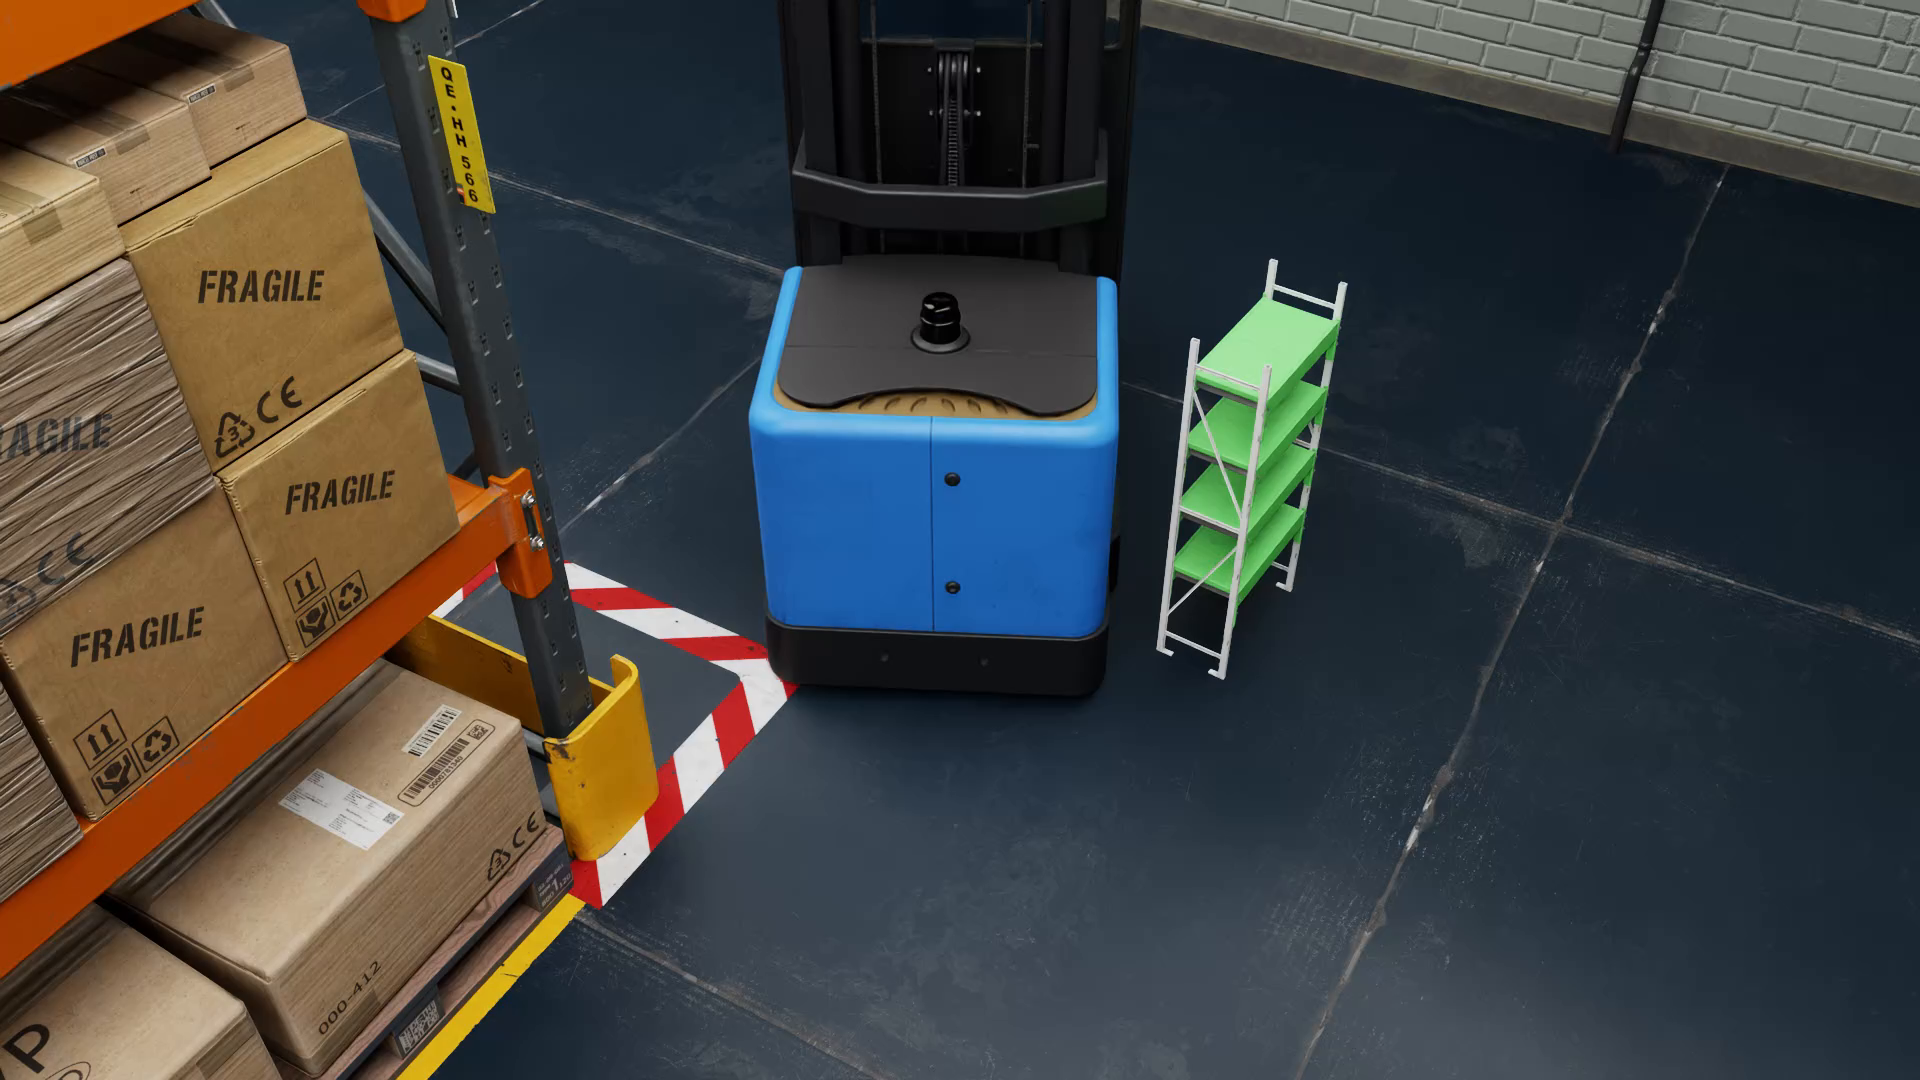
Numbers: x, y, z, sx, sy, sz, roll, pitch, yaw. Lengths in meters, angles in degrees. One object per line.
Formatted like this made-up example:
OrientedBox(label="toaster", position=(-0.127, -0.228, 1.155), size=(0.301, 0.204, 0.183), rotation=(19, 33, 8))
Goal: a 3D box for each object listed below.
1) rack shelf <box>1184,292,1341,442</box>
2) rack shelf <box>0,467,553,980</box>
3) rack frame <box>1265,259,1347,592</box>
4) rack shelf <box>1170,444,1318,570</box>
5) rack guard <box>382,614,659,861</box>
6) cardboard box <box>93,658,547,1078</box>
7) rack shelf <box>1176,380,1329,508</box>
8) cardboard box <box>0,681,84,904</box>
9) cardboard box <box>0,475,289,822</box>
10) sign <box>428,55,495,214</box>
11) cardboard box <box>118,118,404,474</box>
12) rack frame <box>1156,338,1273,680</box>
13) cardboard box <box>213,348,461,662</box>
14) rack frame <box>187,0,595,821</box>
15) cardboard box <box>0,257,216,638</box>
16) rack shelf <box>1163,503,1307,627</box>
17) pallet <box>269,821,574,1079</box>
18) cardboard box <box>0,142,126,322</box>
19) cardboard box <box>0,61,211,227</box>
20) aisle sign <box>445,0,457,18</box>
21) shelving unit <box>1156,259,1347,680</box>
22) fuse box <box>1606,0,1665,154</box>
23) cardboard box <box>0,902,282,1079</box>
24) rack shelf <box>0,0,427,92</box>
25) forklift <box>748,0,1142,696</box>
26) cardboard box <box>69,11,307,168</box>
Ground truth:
OrientedBox(label="rack shelf", position=(0.872, -0.503, 4.784), size=(0.258, 0.148, 0.480), rotation=(24, 47, 25))
OrientedBox(label="rack shelf", position=(-2.468, 0.938, 2.959), size=(1.077, 0.370, 4.000), rotation=(21, 45, 22))
OrientedBox(label="rack frame", position=(1.008, -0.325, 5.211), size=(0.240, 1.200, 0.015), rotation=(24, 47, 25))
OrientedBox(label="rack shelf", position=(0.872, -0.143, 5.101), size=(0.258, 0.148, 0.480), rotation=(24, 47, 25))
OrientedBox(label="rack guard", position=(-1.455, 0.448, 4.863), size=(1.175, 0.500, 0.348), rotation=(21, 45, 22))
OrientedBox(label="cardboard box", position=(-1.710, 0.739, 4.263), size=(0.875, 0.438, 0.875), rotation=(19, 45, 21))
OrientedBox(label="rack shelf", position=(0.872, -0.323, 4.943), size=(0.258, 0.148, 0.480), rotation=(24, 47, 25))
OrientedBox(label="cardboard box", position=(-1.992, 0.430, 2.917), size=(0.500, 0.500, 0.500), rotation=(22, 46, 23))
OrientedBox(label="cardboard box", position=(-1.743, 0.132, 3.255), size=(0.500, 0.500, 0.500), rotation=(20, 45, 21))
OrientedBox(label="sign", position=(-1.004, -0.812, 3.347), size=(0.100, 0.325, 0.005), rotation=(21, 45, 22))
OrientedBox(label="cardboard box", position=(-1.502, -0.534, 3.255), size=(0.500, 0.500, 0.500), rotation=(22, 46, 23))
OrientedBox(label="rack frame", position=(0.736, -0.057, 4.907), size=(0.240, 1.200, 0.015), rotation=(24, 47, 25))
OrientedBox(label="cardboard box", position=(-1.479, -0.150, 3.575), size=(0.500, 0.500, 0.500), rotation=(21, 46, 22))
OrientedBox(label="rack frame", position=(-1.467, -0.476, 4.021), size=(1.000, 3.000, 0.127), rotation=(21, 45, 22))
OrientedBox(label="cardboard box", position=(-1.738, -0.226, 2.904), size=(0.500, 0.500, 0.500), rotation=(21, 46, 22))
OrientedBox(label="rack shelf", position=(0.872, 0.037, 5.260), size=(0.258, 0.148, 0.480), rotation=(24, 47, 25))
OrientedBox(label="pallet", position=(-1.799, 1.054, 4.394), size=(1.003, 0.211, 1.213), rotation=(21, 45, 22))
OrientedBox(label="cardboard box", position=(-1.635, -0.532, 2.761), size=(0.380, 0.149, 0.250), rotation=(20, 45, 22))
OrientedBox(label="cardboard box", position=(-1.579, -0.708, 2.961), size=(0.380, 0.149, 0.250), rotation=(22, 46, 23))
OrientedBox(label="aisle sign", position=(-1.162, -1.390, 3.092), size=(0.394, 0.787, 0.004), rotation=(21, 45, 22))
OrientedBox(label="shelving unit", position=(0.872, -0.191, 5.059), size=(0.258, 1.200, 0.503), rotation=(24, 47, 25))
OrientedBox(label="fuse box", position=(3.080, -2.449, 7.236), size=(0.539, 1.711, 0.414), rotation=(21, 45, 22))
OrientedBox(label="cardboard box", position=(-2.161, 1.265, 3.665), size=(0.875, 0.438, 0.875), rotation=(22, 46, 23))
OrientedBox(label="rack shelf", position=(-2.468, -0.187, 1.968), size=(1.077, 0.370, 4.000), rotation=(21, 45, 22))
OrientedBox(label="forklift", position=(0.012, -1.583, 5.330), size=(1.130, 2.935, 3.031), rotation=(2, 41, 3))
OrientedBox(label="cardboard box", position=(-1.473, -0.861, 3.135), size=(0.380, 0.149, 0.250), rotation=(22, 46, 23))
